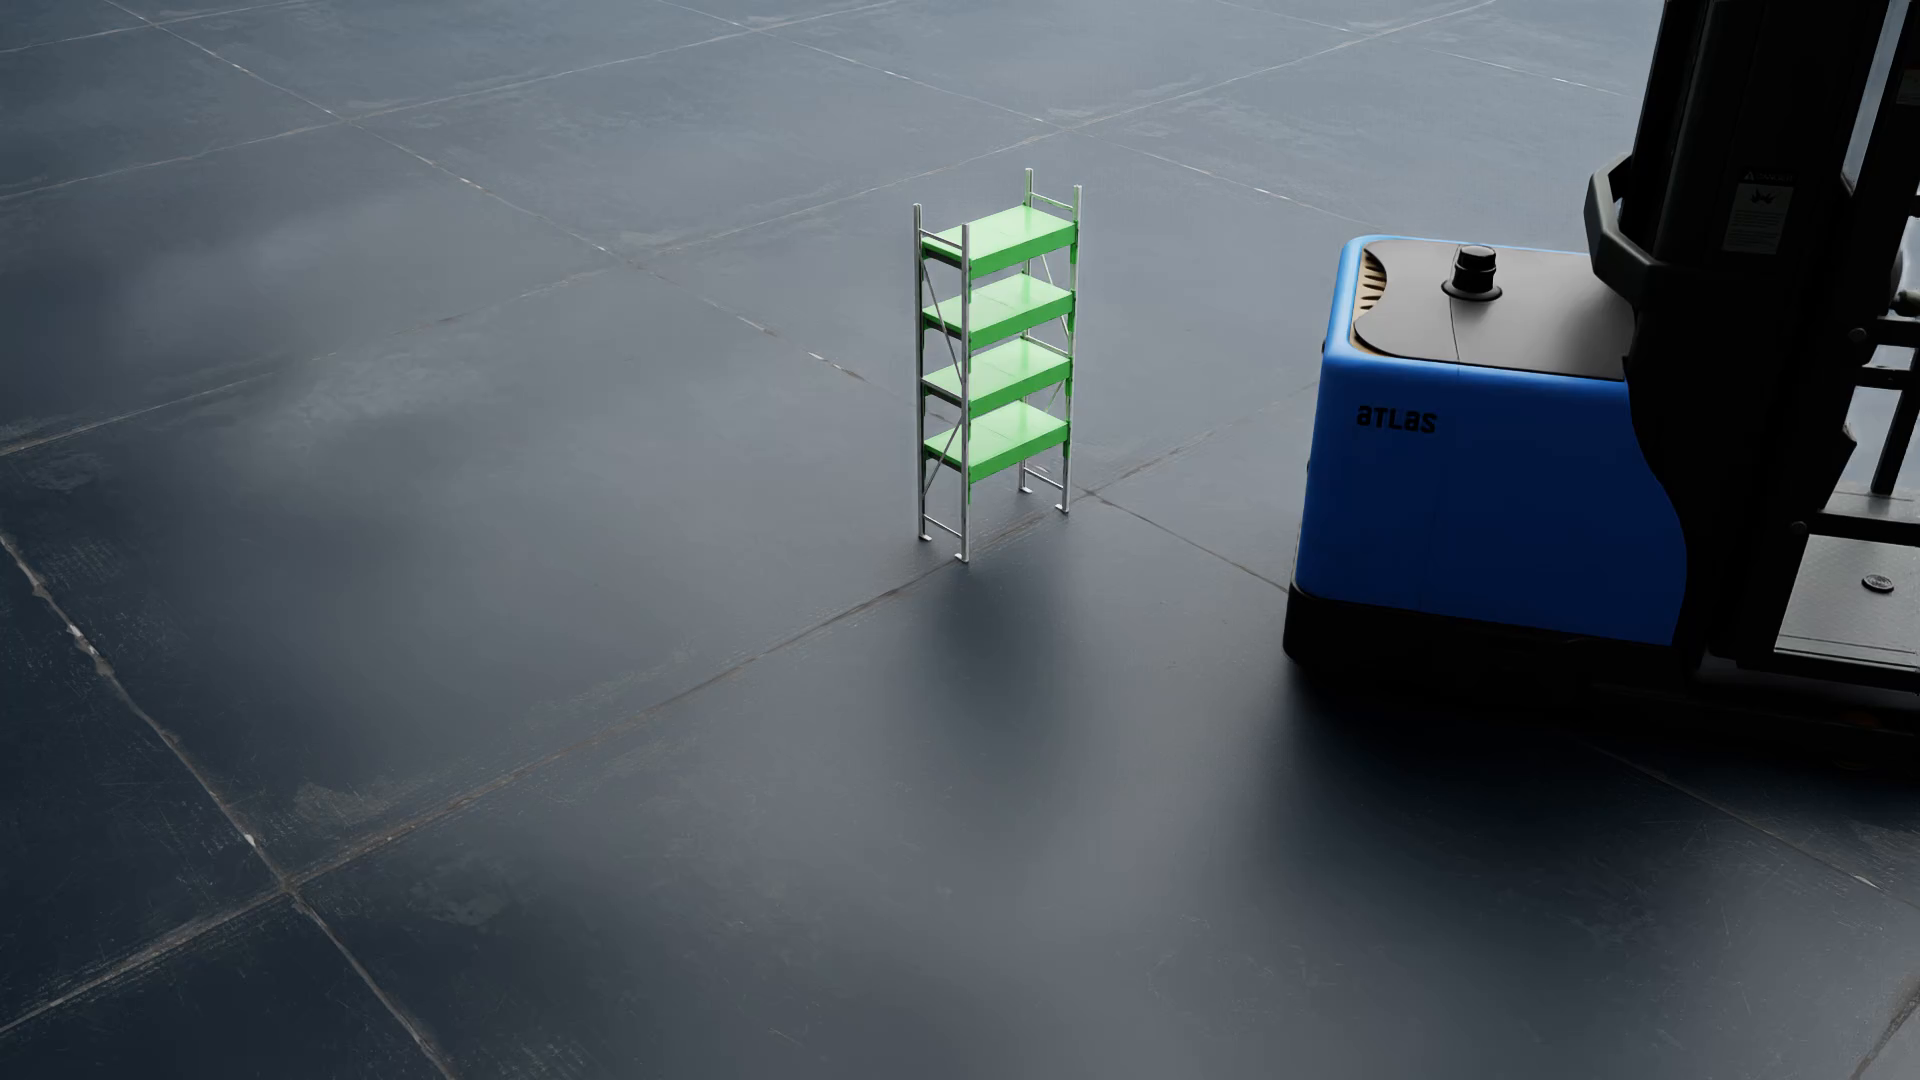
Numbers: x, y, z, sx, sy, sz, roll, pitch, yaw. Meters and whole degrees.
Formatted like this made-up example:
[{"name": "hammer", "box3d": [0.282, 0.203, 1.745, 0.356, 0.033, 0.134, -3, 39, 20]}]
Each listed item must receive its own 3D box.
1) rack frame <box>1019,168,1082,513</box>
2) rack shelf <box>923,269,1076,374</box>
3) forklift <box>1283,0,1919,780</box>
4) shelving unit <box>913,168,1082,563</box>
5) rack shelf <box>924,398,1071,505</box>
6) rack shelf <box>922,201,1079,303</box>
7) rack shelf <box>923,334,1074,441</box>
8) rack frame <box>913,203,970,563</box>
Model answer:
[{"name": "rack frame", "box3d": [0.300, -0.657, 5.675, 0.015, 1.200, 0.240, -26, 40, -35]}, {"name": "rack shelf", "box3d": [0.121, -0.721, 5.441, 0.480, 0.148, 0.258, -26, 40, -35]}, {"name": "forklift", "box3d": [2.561, -0.883, 4.385, 3.031, 2.935, 1.130, 8, 32, 12]}, {"name": "shelving unit", "box3d": [0.121, -0.571, 5.533, 0.503, 1.200, 0.258, -26, 40, -35]}, {"name": "rack shelf", "box3d": [0.121, -0.311, 5.692, 0.480, 0.148, 0.258, -26, 40, -35]}, {"name": "rack shelf", "box3d": [0.121, -0.926, 5.316, 0.480, 0.148, 0.258, -26, 40, -35]}, {"name": "rack shelf", "box3d": [0.121, -0.516, 5.566, 0.480, 0.148, 0.258, -26, 40, -35]}, {"name": "rack frame", "box3d": [-0.058, -0.484, 5.391, 0.015, 1.200, 0.240, -26, 40, -35]}]
